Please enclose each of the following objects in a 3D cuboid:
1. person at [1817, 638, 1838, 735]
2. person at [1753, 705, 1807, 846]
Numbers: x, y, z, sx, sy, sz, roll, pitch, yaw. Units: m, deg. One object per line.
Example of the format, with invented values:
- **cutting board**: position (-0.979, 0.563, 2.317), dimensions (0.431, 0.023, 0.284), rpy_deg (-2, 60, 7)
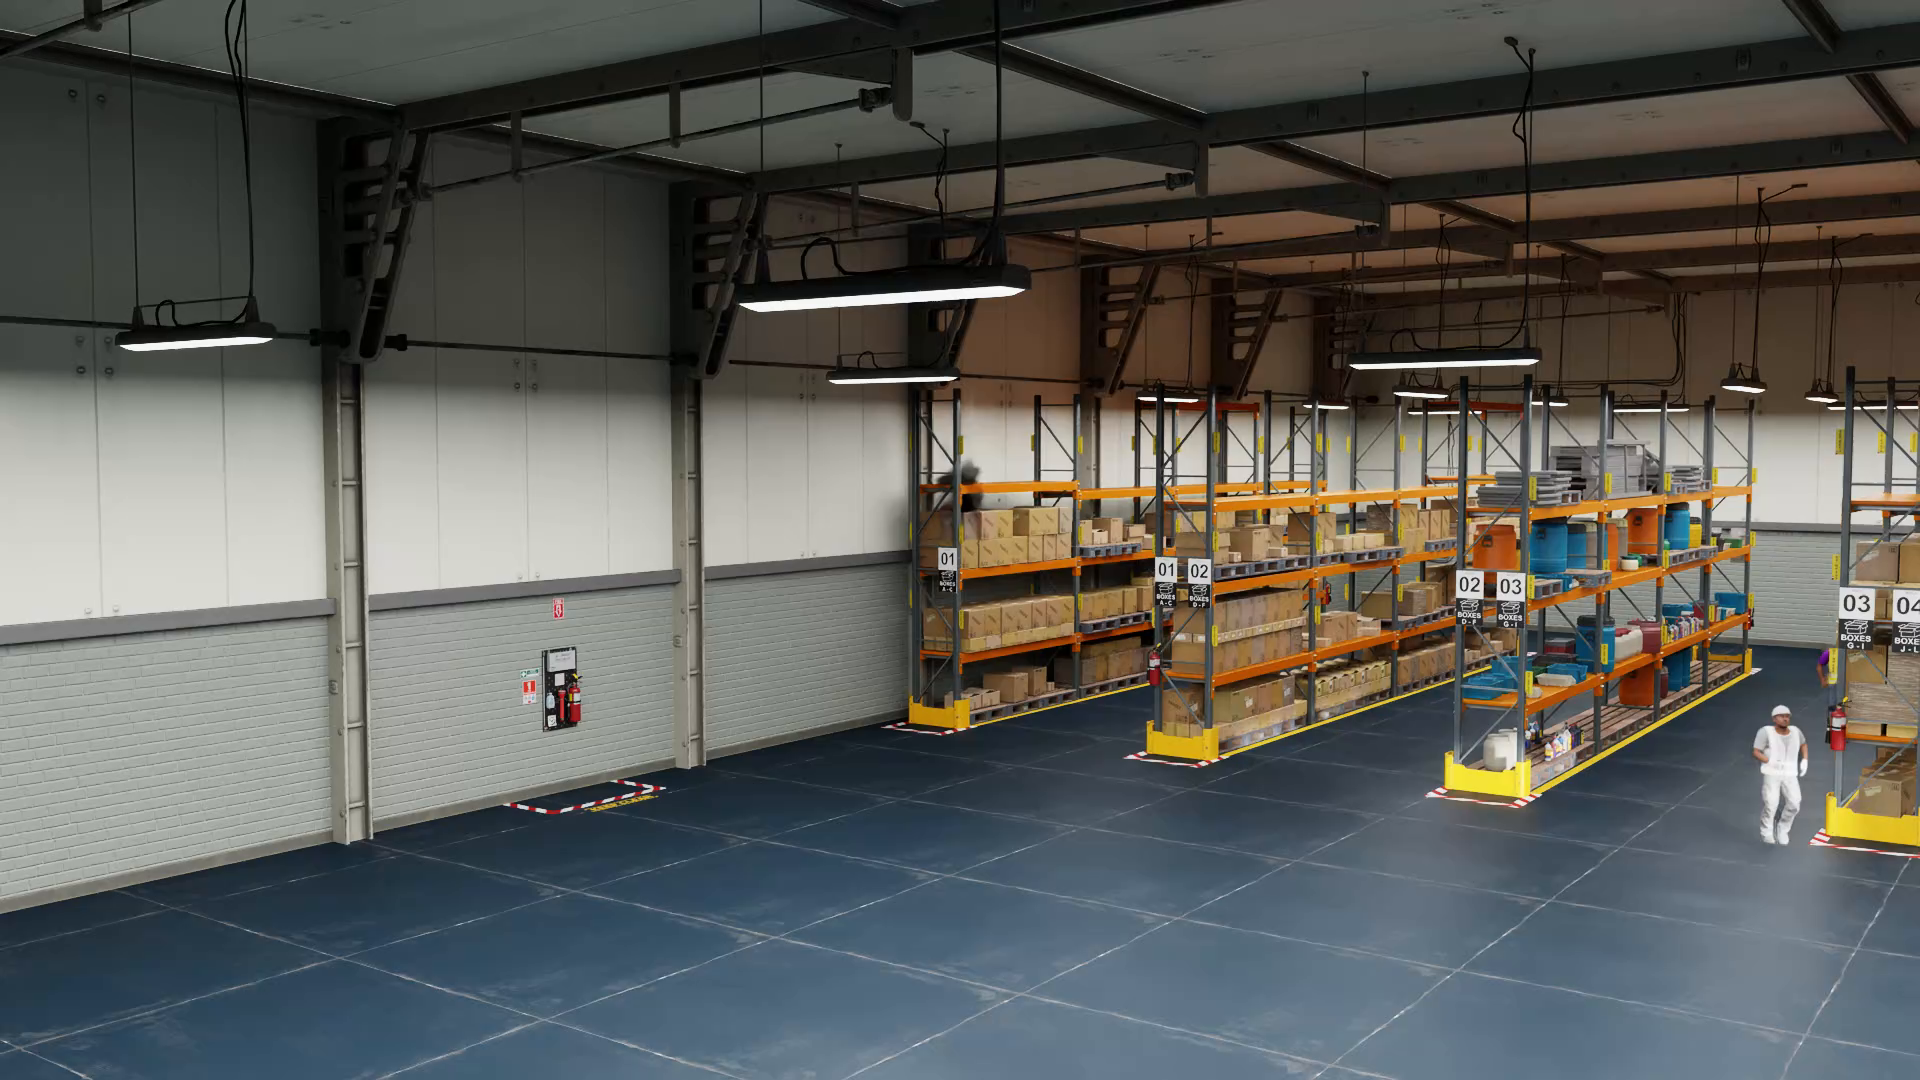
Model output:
- **person**: position (15.281, 2.503, 28.872), dimensions (0.723, 1.730, 0.663), rpy_deg (2, 4, 28)
- **person**: position (10.245, 2.943, 20.697), dimensions (0.711, 1.771, 0.653), rpy_deg (0, 3, 6)
